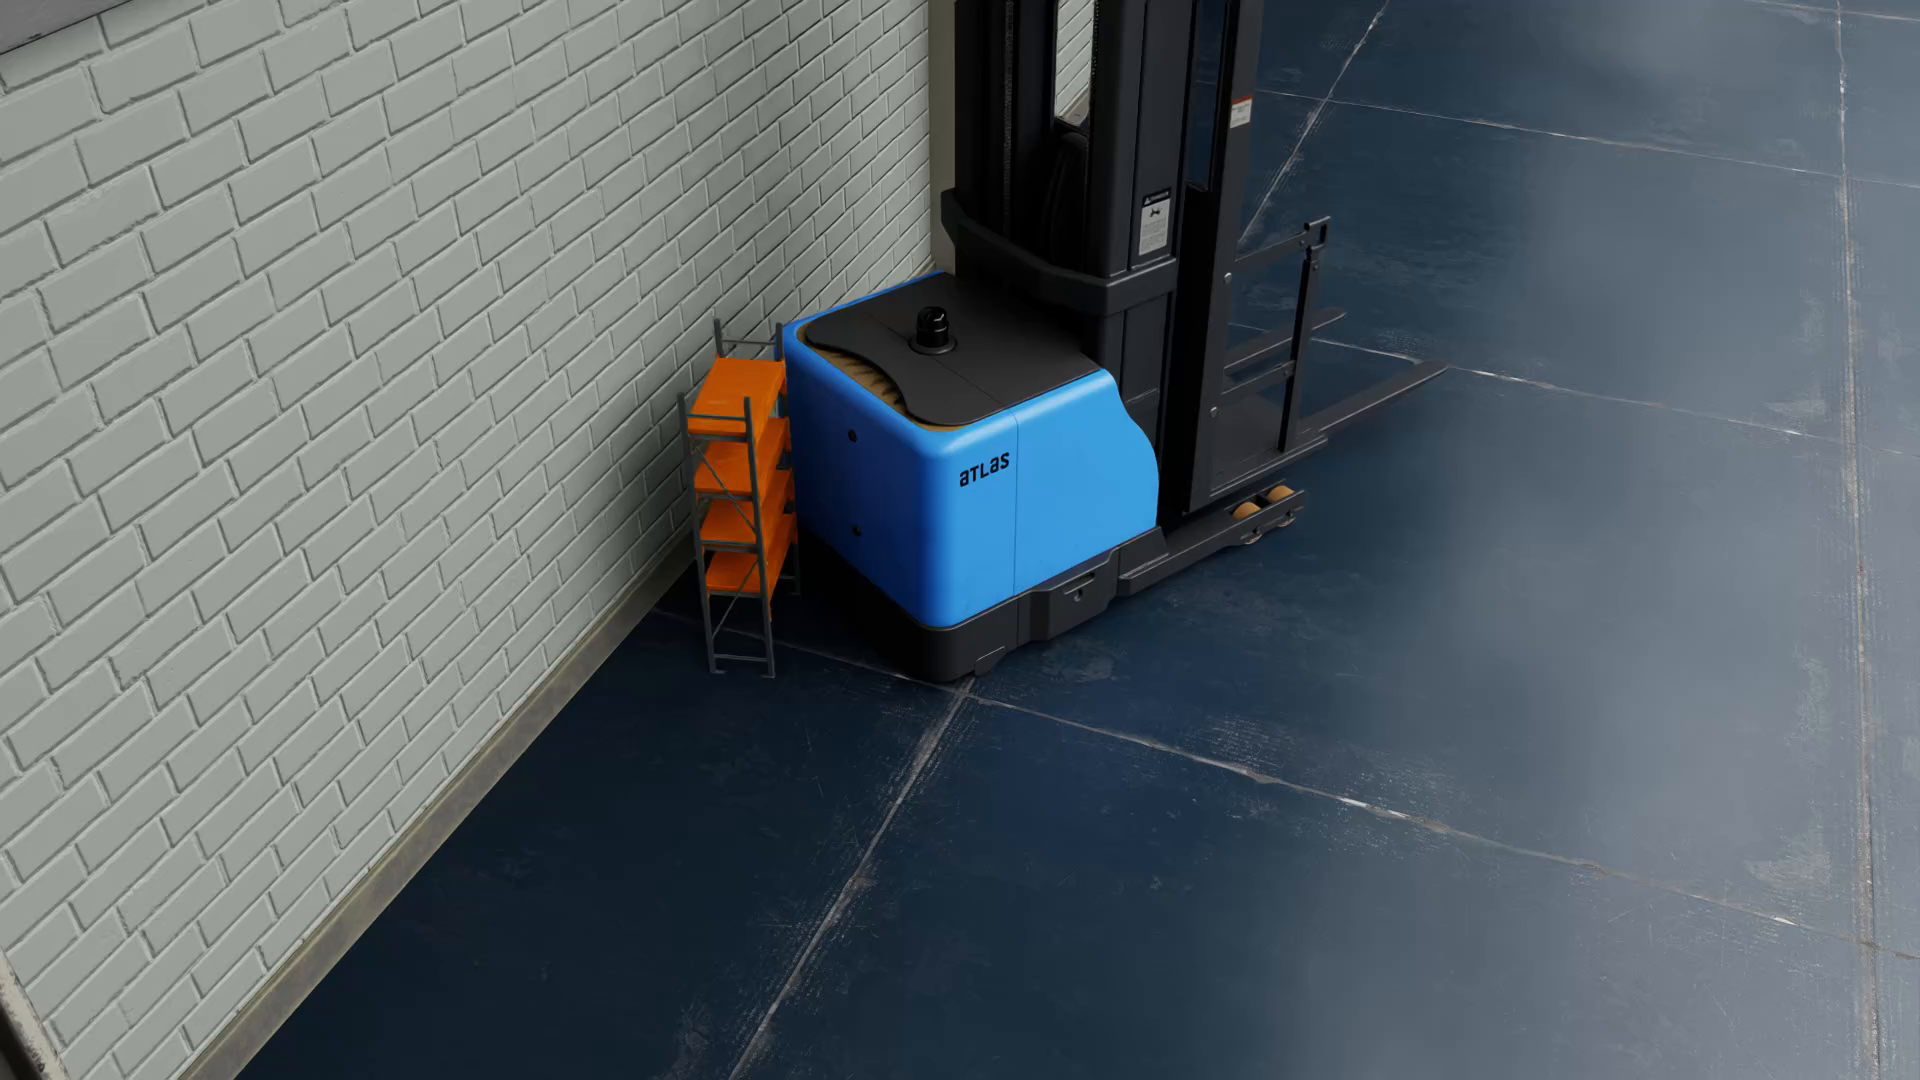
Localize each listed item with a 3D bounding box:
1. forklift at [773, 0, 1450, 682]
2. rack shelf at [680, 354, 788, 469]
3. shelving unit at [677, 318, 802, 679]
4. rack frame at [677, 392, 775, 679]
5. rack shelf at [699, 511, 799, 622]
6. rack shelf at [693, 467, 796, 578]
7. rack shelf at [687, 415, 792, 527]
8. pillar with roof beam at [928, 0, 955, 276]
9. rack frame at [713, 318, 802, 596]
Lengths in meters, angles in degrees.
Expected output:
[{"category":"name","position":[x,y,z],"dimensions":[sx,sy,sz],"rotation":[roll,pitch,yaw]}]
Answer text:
[{"category":"forklift","position":[0.788,-1.385,6.154],"dimensions":[3.031,2.935,1.130],"rotation":[-25,43,-29]},{"category":"rack shelf","position":[-0.766,-0.445,5.687],"dimensions":[0.258,0.148,0.480],"rotation":[4,37,6]},{"category":"shelving unit","position":[-0.766,-0.131,5.923],"dimensions":[0.258,1.200,0.503],"rotation":[4,37,6]},{"category":"rack frame","position":[-0.796,0.014,5.729],"dimensions":[0.240,1.200,0.015],"rotation":[4,37,6]},{"category":"rack shelf","position":[-0.766,0.082,6.082],"dimensions":[0.258,0.148,0.480],"rotation":[4,37,6]},{"category":"rack shelf","position":[-0.766,-0.077,5.963],"dimensions":[0.258,0.148,0.480],"rotation":[4,37,6]},{"category":"rack shelf","position":[-0.766,-0.256,5.829],"dimensions":[0.258,0.148,0.480],"rotation":[4,37,6]},{"category":"pillar with roof beam","position":[4.045,-3.998,4.582],"dimensions":[9.100,9.000,0.400],"rotation":[14,39,18]},{"category":"rack frame","position":[-0.735,-0.276,6.117],"dimensions":[0.240,1.200,0.015],"rotation":[4,37,6]}]
